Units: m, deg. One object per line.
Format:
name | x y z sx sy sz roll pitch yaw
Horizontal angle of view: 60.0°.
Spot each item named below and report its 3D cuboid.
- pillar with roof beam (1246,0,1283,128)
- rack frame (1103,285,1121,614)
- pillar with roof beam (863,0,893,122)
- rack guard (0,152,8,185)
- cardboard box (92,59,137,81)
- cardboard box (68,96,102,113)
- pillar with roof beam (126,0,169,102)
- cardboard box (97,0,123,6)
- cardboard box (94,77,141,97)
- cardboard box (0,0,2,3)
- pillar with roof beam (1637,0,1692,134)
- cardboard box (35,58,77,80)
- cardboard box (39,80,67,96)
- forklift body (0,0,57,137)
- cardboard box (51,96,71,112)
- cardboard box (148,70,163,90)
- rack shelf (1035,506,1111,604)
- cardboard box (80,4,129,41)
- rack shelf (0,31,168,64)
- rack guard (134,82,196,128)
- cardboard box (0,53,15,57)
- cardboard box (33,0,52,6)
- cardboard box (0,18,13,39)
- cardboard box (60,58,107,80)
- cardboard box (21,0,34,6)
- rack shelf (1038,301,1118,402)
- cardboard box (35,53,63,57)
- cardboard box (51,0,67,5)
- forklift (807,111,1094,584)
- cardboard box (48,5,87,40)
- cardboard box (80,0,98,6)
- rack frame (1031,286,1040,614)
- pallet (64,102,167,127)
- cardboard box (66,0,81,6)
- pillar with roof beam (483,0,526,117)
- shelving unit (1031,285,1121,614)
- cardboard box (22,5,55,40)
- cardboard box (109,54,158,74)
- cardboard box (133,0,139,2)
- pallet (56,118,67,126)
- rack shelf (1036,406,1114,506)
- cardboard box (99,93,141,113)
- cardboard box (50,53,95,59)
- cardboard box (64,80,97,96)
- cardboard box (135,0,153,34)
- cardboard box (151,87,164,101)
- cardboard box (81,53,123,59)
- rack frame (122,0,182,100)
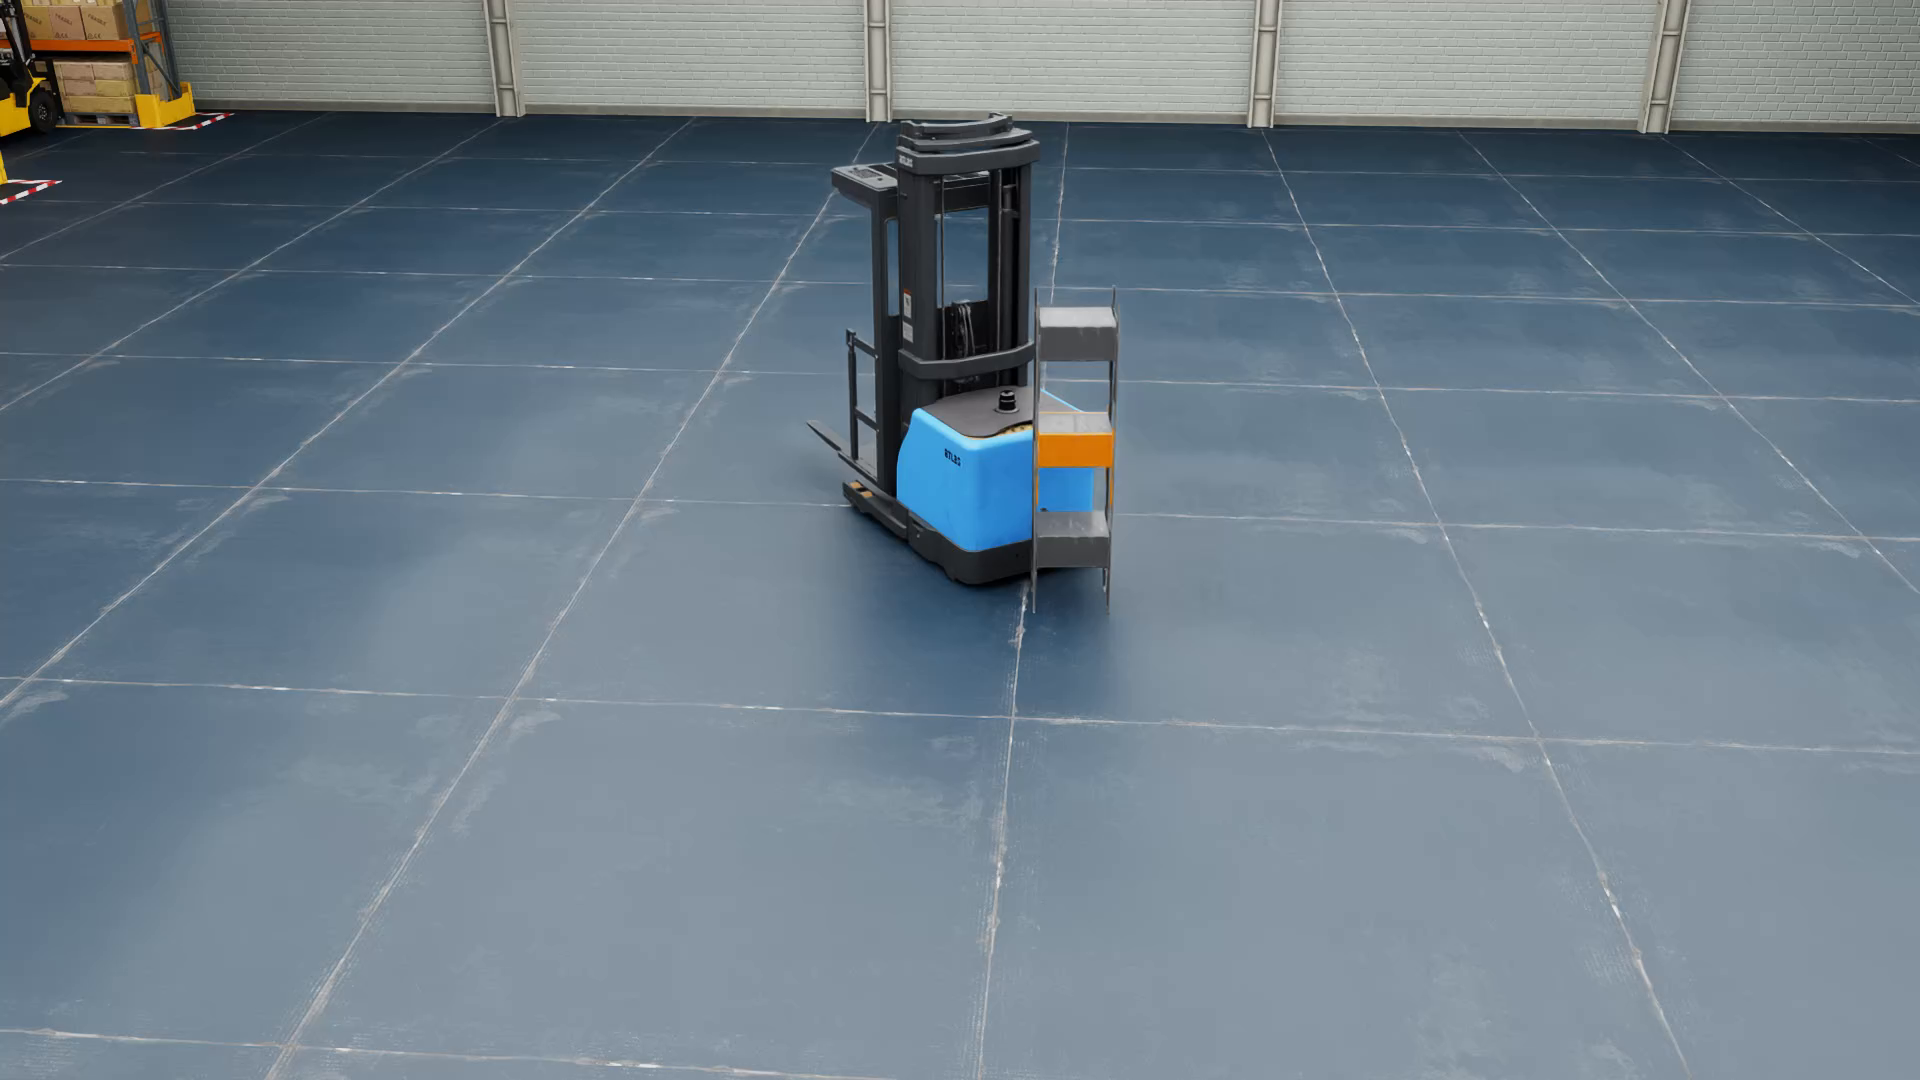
pillar with roof beam | 4.372 -8.793 20.306 0.400 9.000 9.100 2 25 4
rack frame | 0.968 -0.554 10.647 0.015 2.100 0.400 0 25 0
pillar with roof beam | -1.611 -8.985 20.724 0.400 9.000 9.100 2 25 4
rack guard | -13.073 -4.838 21.878 0.348 0.500 1.175 2 25 4
cardboard box | -13.104 -7.321 25.874 0.500 0.250 0.500 3 25 6
cardboard box | -13.608 -6.885 26.123 0.500 0.250 0.500 2 25 4
pillar with roof beam | -13.575 -9.369 21.558 0.400 9.000 9.100 2 25 4
cardboard box | -12.988 -8.275 25.461 0.250 0.149 0.380 2 25 5
cardboard box | -13.130 -7.094 25.980 0.500 0.250 0.500 2 25 3
cardboard box | -14.771 -8.331 25.582 0.250 0.149 0.380 1 25 3
pillar with roof beam | 10.354 -8.601 19.889 0.400 9.000 9.100 2 25 4
cardboard box | -14.117 -7.347 25.930 0.500 0.250 0.500 2 25 5
cardboard box | -14.145 -7.123 26.041 0.500 0.250 0.500 1 25 3
forklift body | -14.651 -6.955 24.504 1.214 2.155 2.313 2 25 4
cardboard box | -14.106 -6.905 26.166 0.500 0.250 0.500 2 25 5
cardboard box | -13.073 -7.311 26.450 0.500 0.250 0.500 2 25 5
rack shelf | 0.728 0.095 10.946 0.480 0.518 0.431 0 25 0
cardboard box | -13.131 -7.992 25.622 0.500 0.500 0.500 1 25 3
rack shelf | -14.615 -7.778 26.136 4.000 0.370 1.077 2 25 4
rack guard | -12.597 -6.904 26.368 0.348 0.500 1.175 2 25 4
cardboard box | -15.094 -7.597 26.475 0.500 0.250 0.500 2 25 4
cardboard box | -14.015 -8.306 25.528 0.250 0.149 0.380 1 25 2
cardboard box | -14.661 -8.040 25.727 0.500 0.500 0.500 2 25 4
cardboard box | -13.613 -7.335 25.904 0.500 0.250 0.500 2 25 5
cardboard box | -14.269 -8.306 25.528 0.250 0.149 0.380 2 25 4
rack shelf | 0.721 -1.177 10.362 0.480 0.518 0.431 0 25 0
cardboard box | -14.592 -7.585 26.447 0.500 0.250 0.500 1 25 3
cardboard box | -13.745 -8.317 25.552 0.250 0.149 0.380 2 25 4
forklift | -0.224 -1.613 11.961 1.130 2.935 3.031 -13 28 -26
cardboard box | -13.648 -8.013 25.667 0.500 0.500 0.500 3 25 6
cardboard box | -13.245 -8.271 25.451 0.250 0.149 0.380 2 25 5
rack frame | 0.480 -0.552 10.649 0.015 2.100 0.400 0 25 0
pallet | -13.386 -6.781 26.445 1.213 0.211 1.003 2 25 4
cardboard box | -13.499 -8.304 25.525 0.250 0.149 0.380 2 25 5
pillar with roof beam | -7.593 -9.177 21.141 0.400 9.000 9.100 2 25 4
shelving unit | 0.724 -0.553 10.648 0.503 2.100 0.431 0 25 0
cardboard box | -14.159 -8.029 25.702 0.500 0.500 0.500 1 25 3
cardboard box | -13.085 -7.531 26.330 0.500 0.250 0.500 1 25 3
cardboard box | -12.939 -8.499 25.949 0.250 0.149 0.380 1 25 3
pallet | -14.599 -6.821 26.532 1.213 0.211 1.003 2 25 4
rack shelf | 0.724 -0.541 10.654 0.480 0.518 0.431 0 25 0
cardboard box | -13.113 -6.865 26.080 0.500 0.250 0.500 2 25 4
cardboard box | -14.082 -7.565 26.405 0.500 0.250 0.500 2 25 4
cardboard box | -13.629 -7.115 26.025 0.500 0.250 0.500 2 25 3
cardboard box | -13.093 -8.217 26.112 0.500 0.500 0.500 3 25 6
cardboard box | -13.095 -7.079 26.545 0.500 0.250 0.500 2 25 4
cardboard box | -13.584 -7.545 26.361 0.500 0.250 0.500 2 25 4
rack frame | -12.621 -8.040 25.847 0.127 3.000 1.000 2 25 4
